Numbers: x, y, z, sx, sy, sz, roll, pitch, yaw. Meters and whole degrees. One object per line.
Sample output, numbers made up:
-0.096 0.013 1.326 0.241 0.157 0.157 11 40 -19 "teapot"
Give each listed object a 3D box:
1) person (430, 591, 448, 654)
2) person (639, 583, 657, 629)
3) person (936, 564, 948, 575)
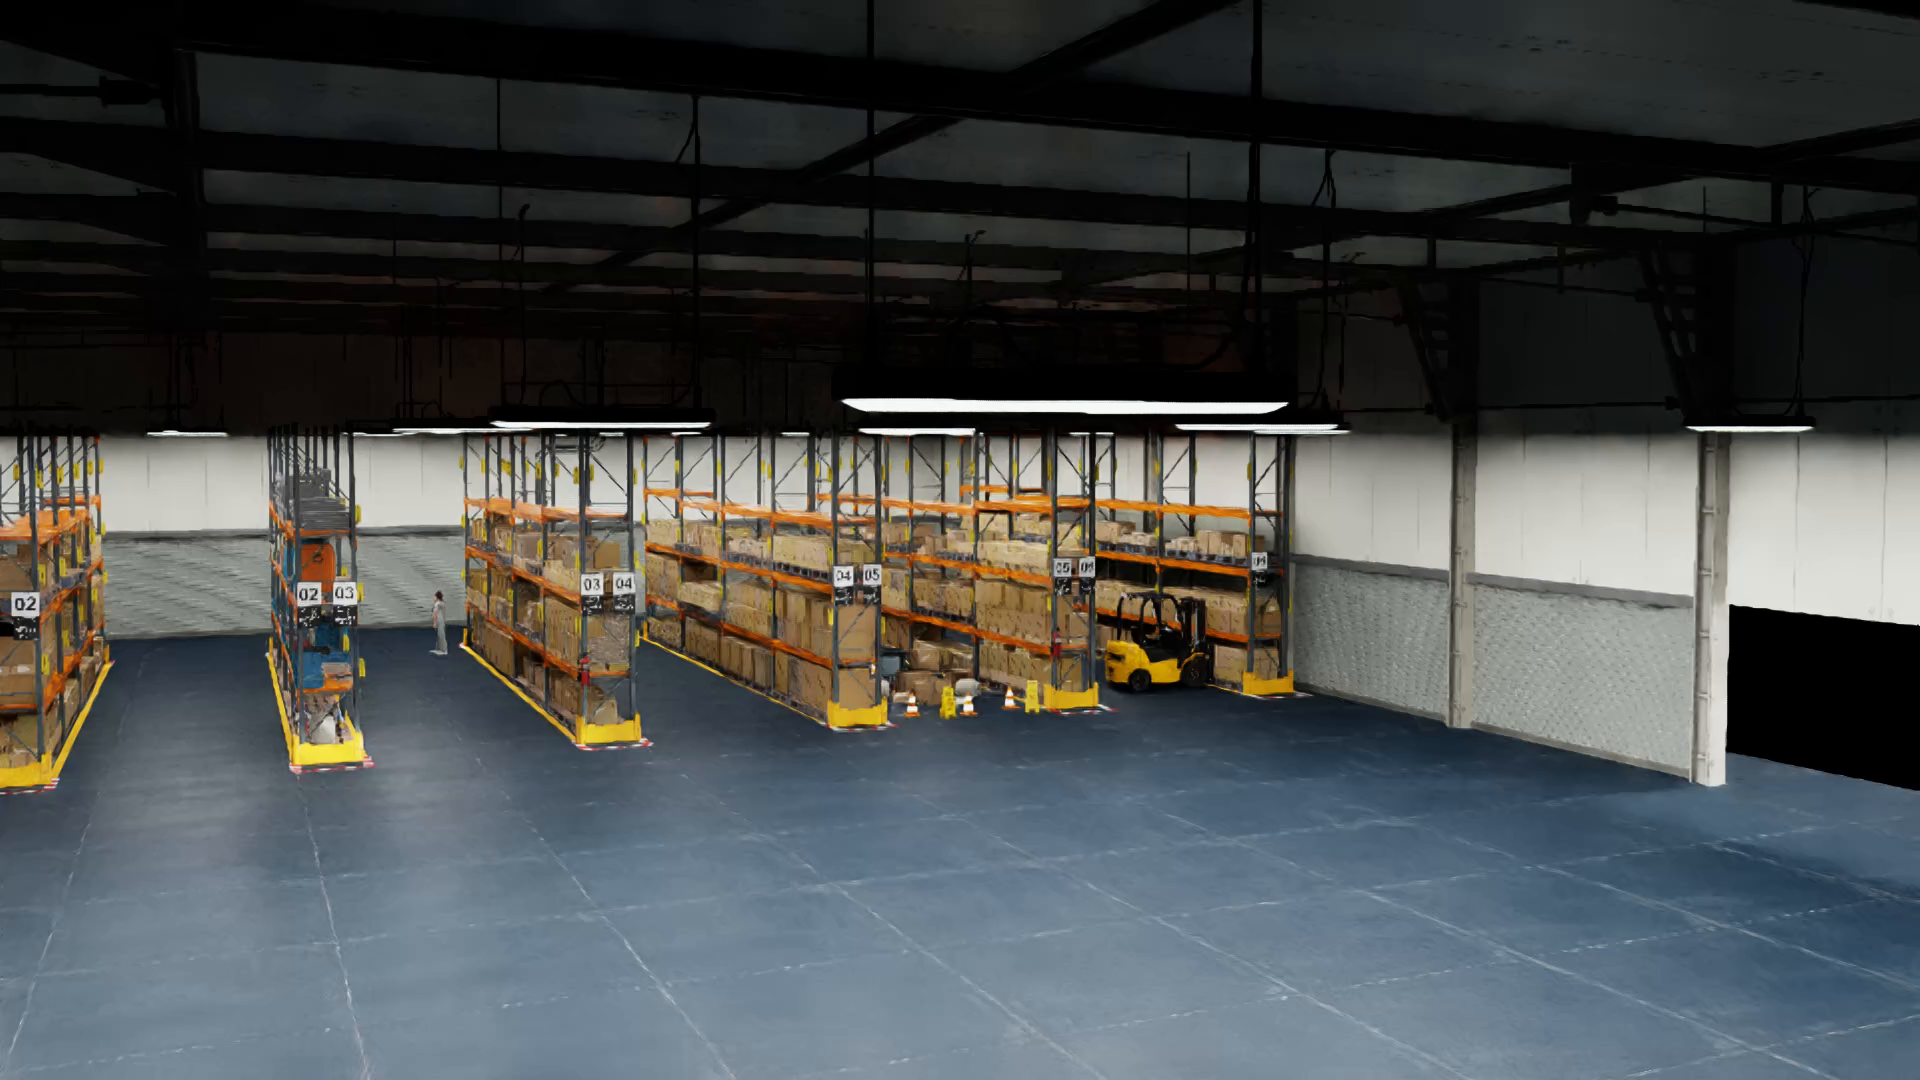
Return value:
-13.826 2.180 44.078 0.569 1.668 0.561 0 3 4 "person"
-9.329 1.801 49.869 0.473 1.766 0.714 1 4 16 "person"
-0.573 1.555 55.870 0.538 1.534 0.561 2 4 31 "person"
